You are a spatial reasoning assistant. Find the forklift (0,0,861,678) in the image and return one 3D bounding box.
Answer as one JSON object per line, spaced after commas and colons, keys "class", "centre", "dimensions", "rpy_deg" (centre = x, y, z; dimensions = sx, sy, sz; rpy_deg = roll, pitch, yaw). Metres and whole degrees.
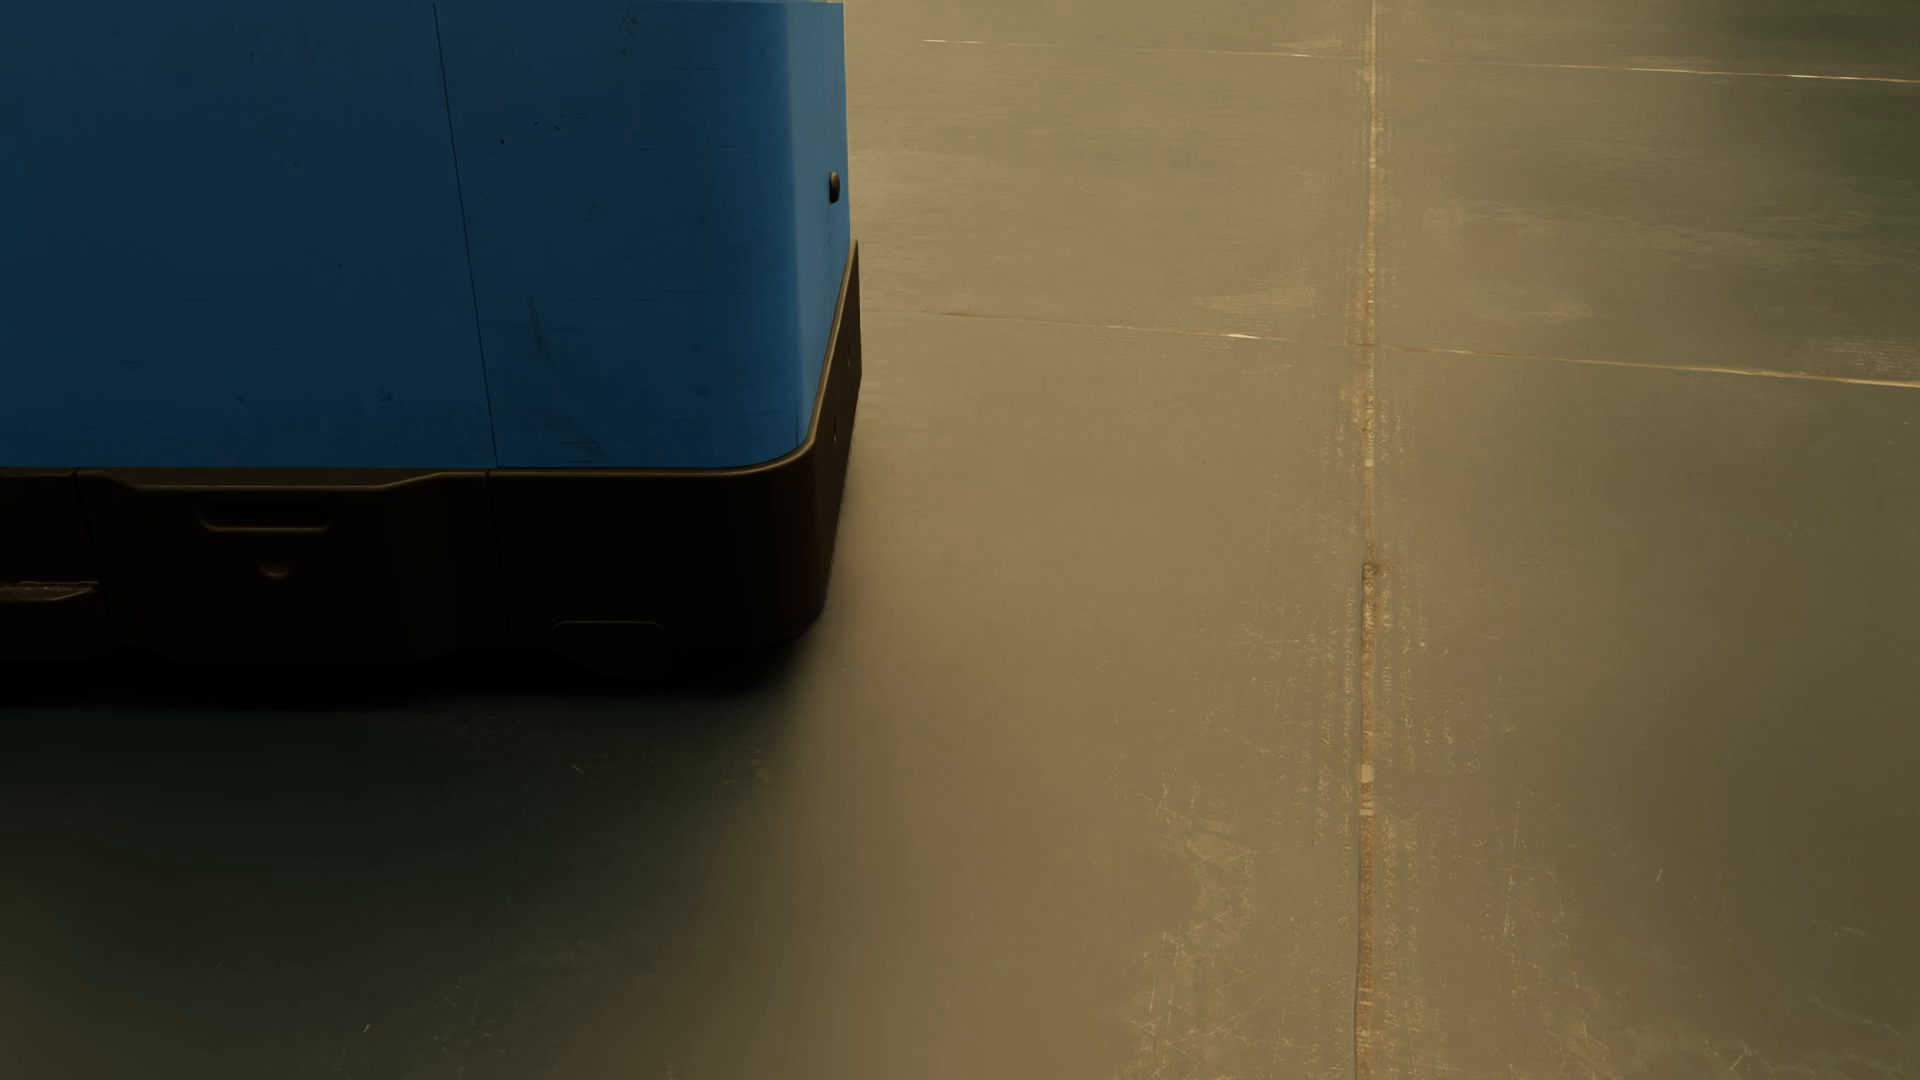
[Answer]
{"class": "forklift", "centre": [-1.691, -1.348, 1.918], "dimensions": [3.031, 2.935, 1.130], "rpy_deg": [0, 27, 0]}
